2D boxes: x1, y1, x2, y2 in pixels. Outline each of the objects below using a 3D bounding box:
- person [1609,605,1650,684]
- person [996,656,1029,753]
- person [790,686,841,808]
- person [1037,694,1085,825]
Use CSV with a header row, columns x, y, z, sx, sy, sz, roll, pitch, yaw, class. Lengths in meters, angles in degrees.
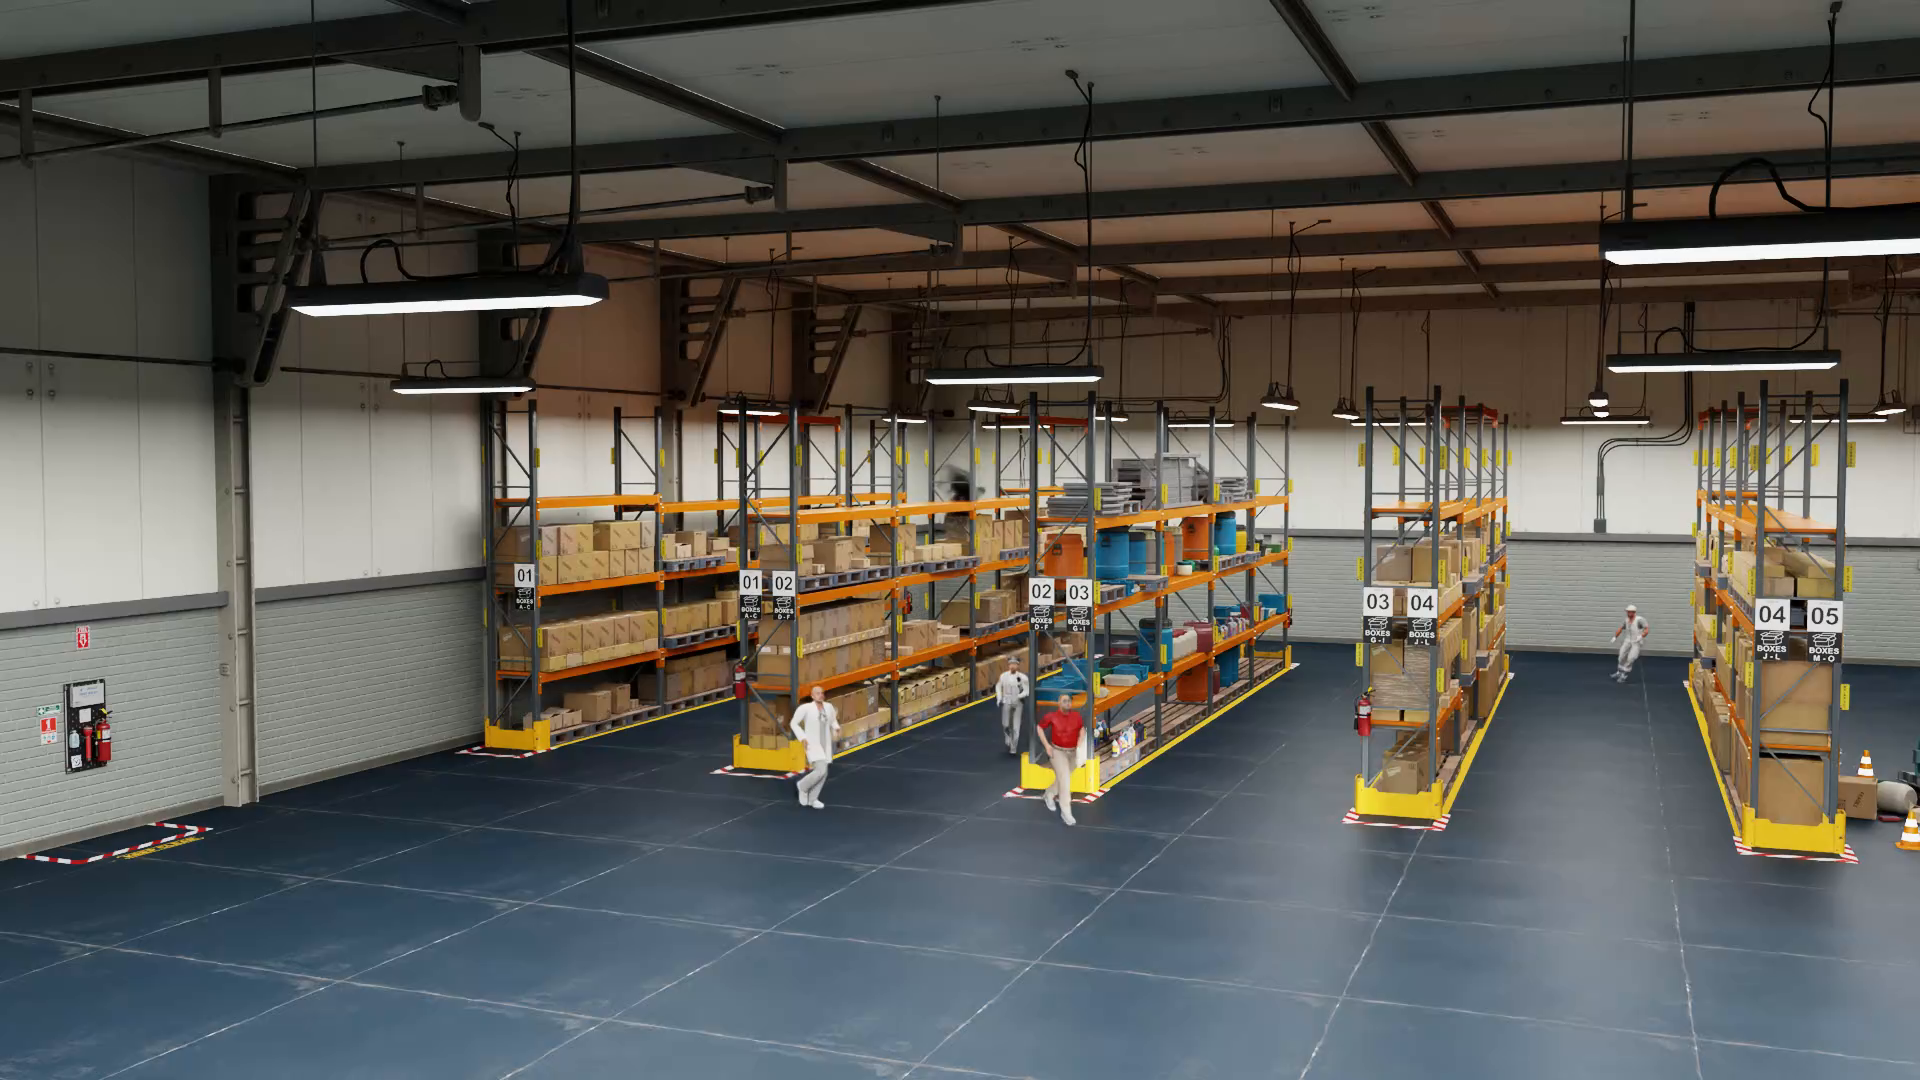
x,y,z,sx,sy,sz,roll,pitch,yaw,class
14.841,2.310,37.068,0.730,1.735,0.951,-2,3,-36,person
0.885,2.786,28.166,0.608,1.656,0.540,0,3,8,person
-1.997,2.958,23.731,0.691,1.747,0.646,-2,4,-40,person
1.433,2.993,23.078,0.668,1.748,0.895,-2,3,-31,person
